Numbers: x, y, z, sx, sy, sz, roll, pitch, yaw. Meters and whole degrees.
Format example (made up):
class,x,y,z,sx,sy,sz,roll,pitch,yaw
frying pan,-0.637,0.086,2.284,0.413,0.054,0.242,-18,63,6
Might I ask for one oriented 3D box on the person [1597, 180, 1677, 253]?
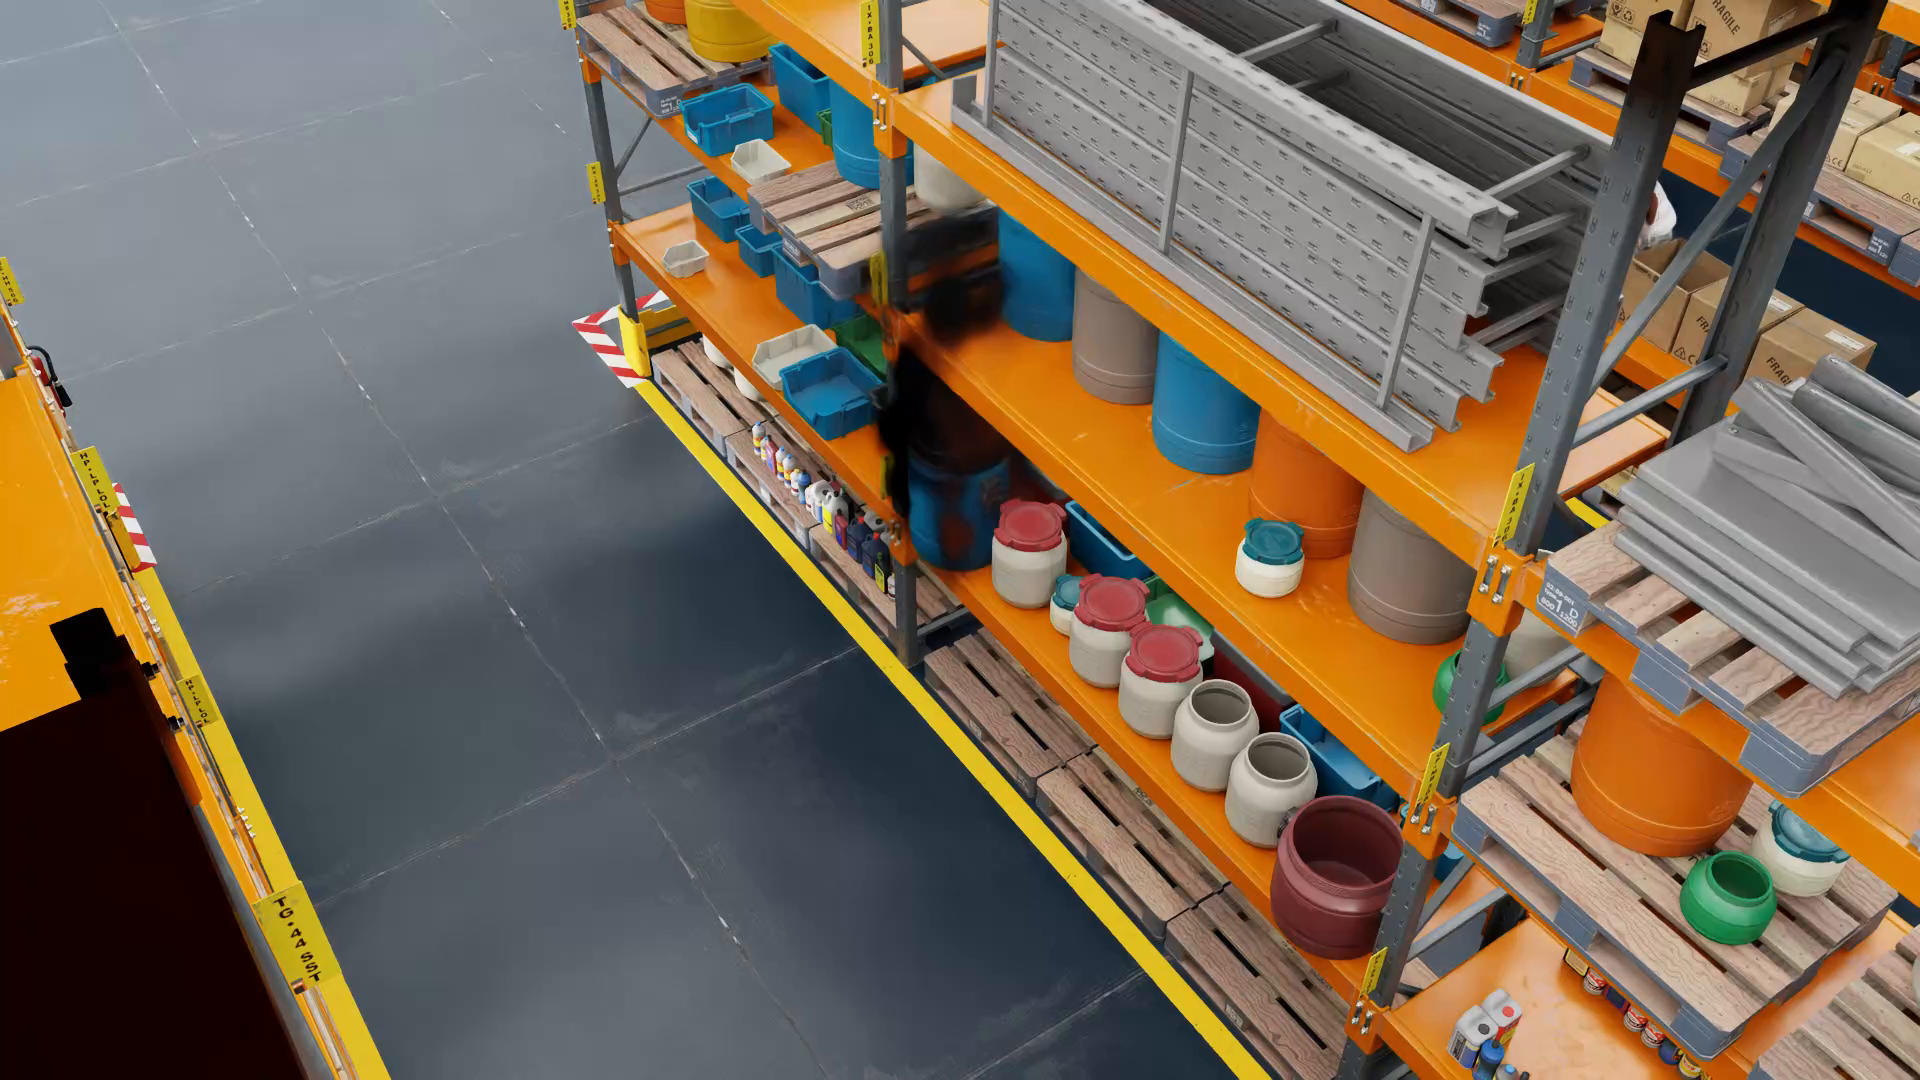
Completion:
class,x,y,z,sx,sy,sz,roll,pitch,yaw
person,5.506,-2.451,13.301,1.207,1.539,0.673,25,48,25

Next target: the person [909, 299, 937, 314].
class,x,y,z,sx,sy,sz,roll,pitch,yaw
person,-0.513,-2.568,13.237,0.759,1.724,0.701,10,44,11
